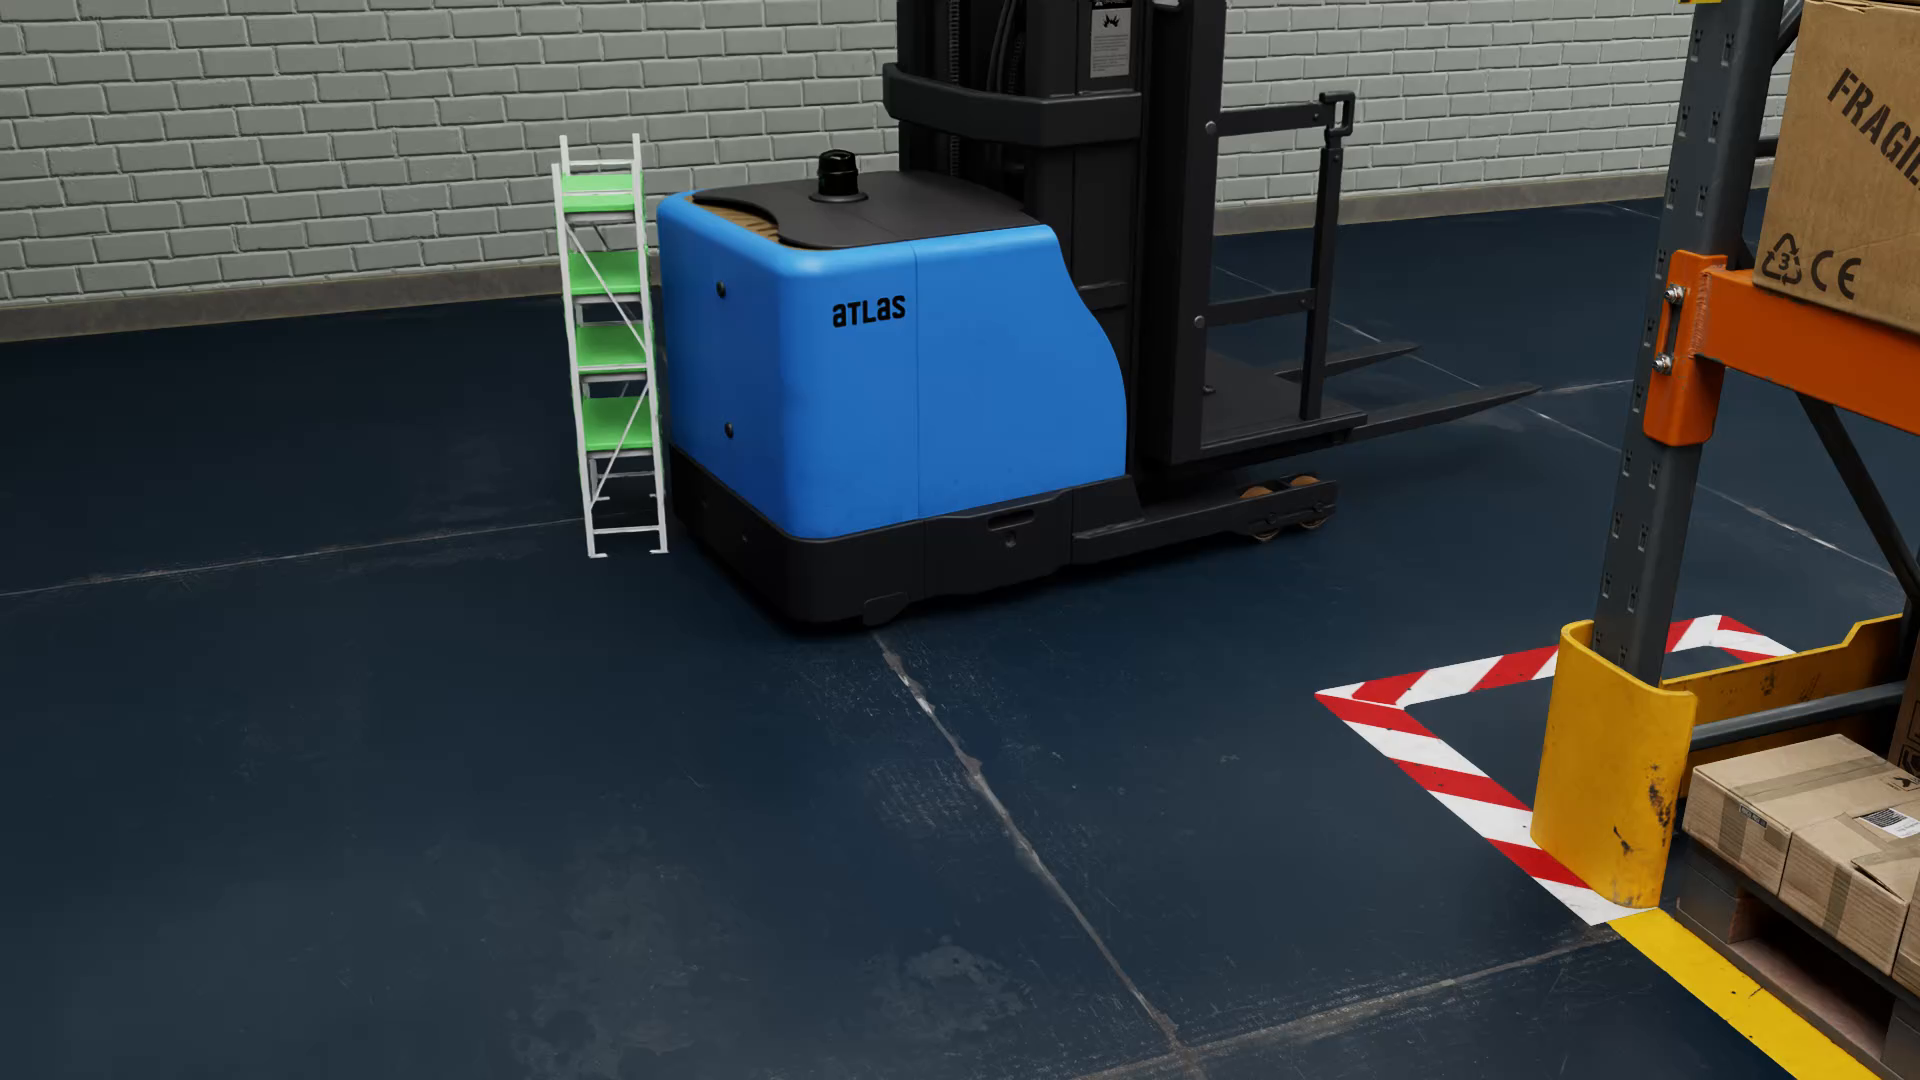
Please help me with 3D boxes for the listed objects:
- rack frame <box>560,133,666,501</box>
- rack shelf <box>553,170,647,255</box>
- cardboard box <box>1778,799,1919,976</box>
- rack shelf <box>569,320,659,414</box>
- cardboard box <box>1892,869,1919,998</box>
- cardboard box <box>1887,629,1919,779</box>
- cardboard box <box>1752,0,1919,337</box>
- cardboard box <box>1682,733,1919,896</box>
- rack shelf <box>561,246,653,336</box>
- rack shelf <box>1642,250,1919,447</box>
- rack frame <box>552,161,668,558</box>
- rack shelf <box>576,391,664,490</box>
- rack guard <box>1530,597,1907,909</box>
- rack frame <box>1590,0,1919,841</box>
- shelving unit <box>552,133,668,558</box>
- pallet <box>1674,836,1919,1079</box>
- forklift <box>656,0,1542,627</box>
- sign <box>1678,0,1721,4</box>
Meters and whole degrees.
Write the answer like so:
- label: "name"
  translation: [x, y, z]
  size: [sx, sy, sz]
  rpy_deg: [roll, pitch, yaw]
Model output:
- label: "rack frame"
  translation: [-1.109, -0.694, 5.352]
  size: [0.240, 1.200, 0.015]
  rpy_deg: [-4, 23, -9]
- label: "rack shelf"
  translation: [-1.067, -0.984, 4.969]
  size: [0.258, 0.148, 0.480]
  rpy_deg: [-4, 23, -9]
- label: "cardboard box"
  translation: [1.742, 0.611, 3.019]
  size: [0.380, 0.166, 0.250]
  rpy_deg: [-8, 24, -19]
- label: "rack shelf"
  translation: [-1.068, -0.542, 5.155]
  size: [0.258, 0.148, 0.480]
  rpy_deg: [-4, 23, -9]
- label: "cardboard box"
  translation: [1.930, 0.701, 2.699]
  size: [0.500, 0.250, 0.500]
  rpy_deg: [-8, 24, -19]
- label: "cardboard box"
  translation: [2.249, 0.331, 3.254]
  size: [0.500, 0.500, 0.500]
  rpy_deg: [-8, 24, -19]
- label: "cardboard box"
  translation: [1.737, -0.630, 2.755]
  size: [0.500, 0.500, 0.500]
  rpy_deg: [-8, 24, -18]
- label: "cardboard box"
  translation: [1.653, 0.529, 3.238]
  size: [0.380, 0.149, 0.250]
  rpy_deg: [-8, 24, -19]
- label: "rack shelf"
  translation: [-1.067, -0.763, 5.062]
  size: [0.258, 0.148, 0.480]
  rpy_deg: [-4, 23, -9]
- label: "rack shelf"
  translation: [2.533, 0.276, 1.658]
  size: [1.077, 0.370, 4.000]
  rpy_deg: [-8, 24, -19]
- label: "rack frame"
  translation: [-1.026, -0.507, 4.909]
  size: [0.240, 1.200, 0.015]
  rpy_deg: [-4, 23, -9]
- label: "rack shelf"
  translation: [-1.068, -0.321, 5.249]
  size: [0.258, 0.148, 0.480]
  rpy_deg: [-4, 23, -9]
- label: "rack guard"
  translation: [1.854, 0.398, 3.663]
  size: [1.175, 0.500, 0.348]
  rpy_deg: [-8, 24, -19]
- label: "rack frame"
  translation: [1.827, -0.782, 3.243]
  size: [1.000, 3.000, 0.127]
  rpy_deg: [-8, 24, -19]
- label: "shelving unit"
  translation: [-1.067, -0.601, 5.131]
  size: [0.258, 1.200, 0.503]
  rpy_deg: [-4, 23, -9]
- label: "pallet"
  translation: [2.136, 0.821, 3.032]
  size: [1.003, 0.211, 1.213]
  rpy_deg: [-8, 24, -19]
- label: "forklift"
  translation: [0.622, -1.514, 5.069]
  size: [3.031, 2.935, 1.130]
  rpy_deg: [-13, 26, -28]
- label: "sign"
  translation: [1.319, -1.106, 2.898]
  size: [0.100, 0.325, 0.005]
  rpy_deg: [-8, 24, -19]
